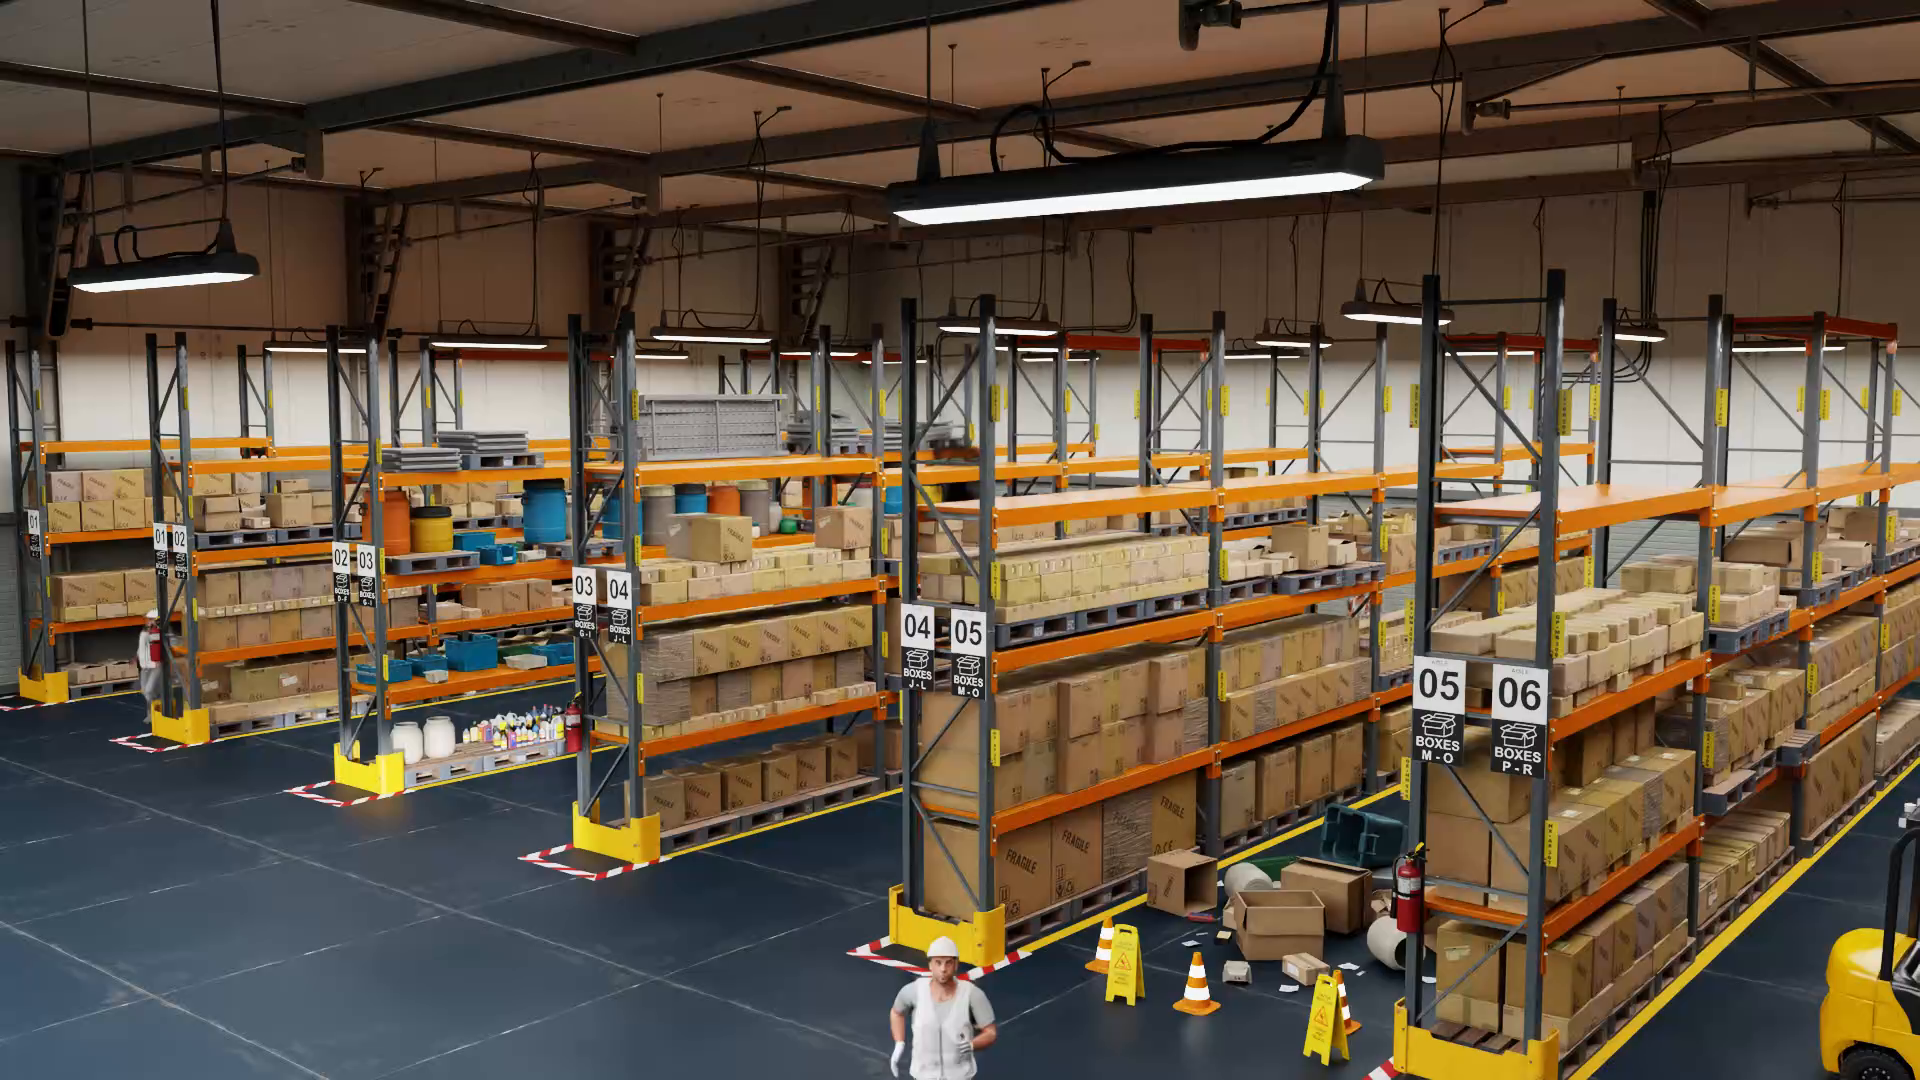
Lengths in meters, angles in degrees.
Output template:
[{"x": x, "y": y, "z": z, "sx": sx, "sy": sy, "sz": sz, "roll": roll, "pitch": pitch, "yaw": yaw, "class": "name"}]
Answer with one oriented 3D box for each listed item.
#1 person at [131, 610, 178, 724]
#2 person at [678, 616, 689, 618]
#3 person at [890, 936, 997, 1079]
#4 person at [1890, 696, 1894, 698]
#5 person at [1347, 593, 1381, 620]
[{"x": -12.603, "y": 1.968, "z": 26.109, "sx": 0.668, "sy": 1.747, "sz": 0.696, "roll": 1, "pitch": 5, "yaw": 15, "class": "person"}, {"x": -4.680, "y": 1.736, "z": 28.928, "sx": 0.599, "sy": 1.664, "sz": 1.008, "roll": 4, "pitch": 7, "yaw": 38, "class": "person"}, {"x": -0.102, "y": 3.329, "z": 10.308, "sx": 0.663, "sy": 1.767, "sz": 0.998, "roll": 0, "pitch": 5, "yaw": -2, "class": "person"}, {"x": 14.422, "y": 2.064, "z": 25.818, "sx": 0.611, "sy": 1.607, "sz": 0.517, "roll": -3, "pitch": 6, "yaw": -32, "class": "person"}, {"x": 7.099, "y": 1.634, "z": 29.320, "sx": 0.659, "sy": 1.822, "sz": 0.867, "roll": 3, "pitch": 6, "yaw": 29, "class": "person"}]
